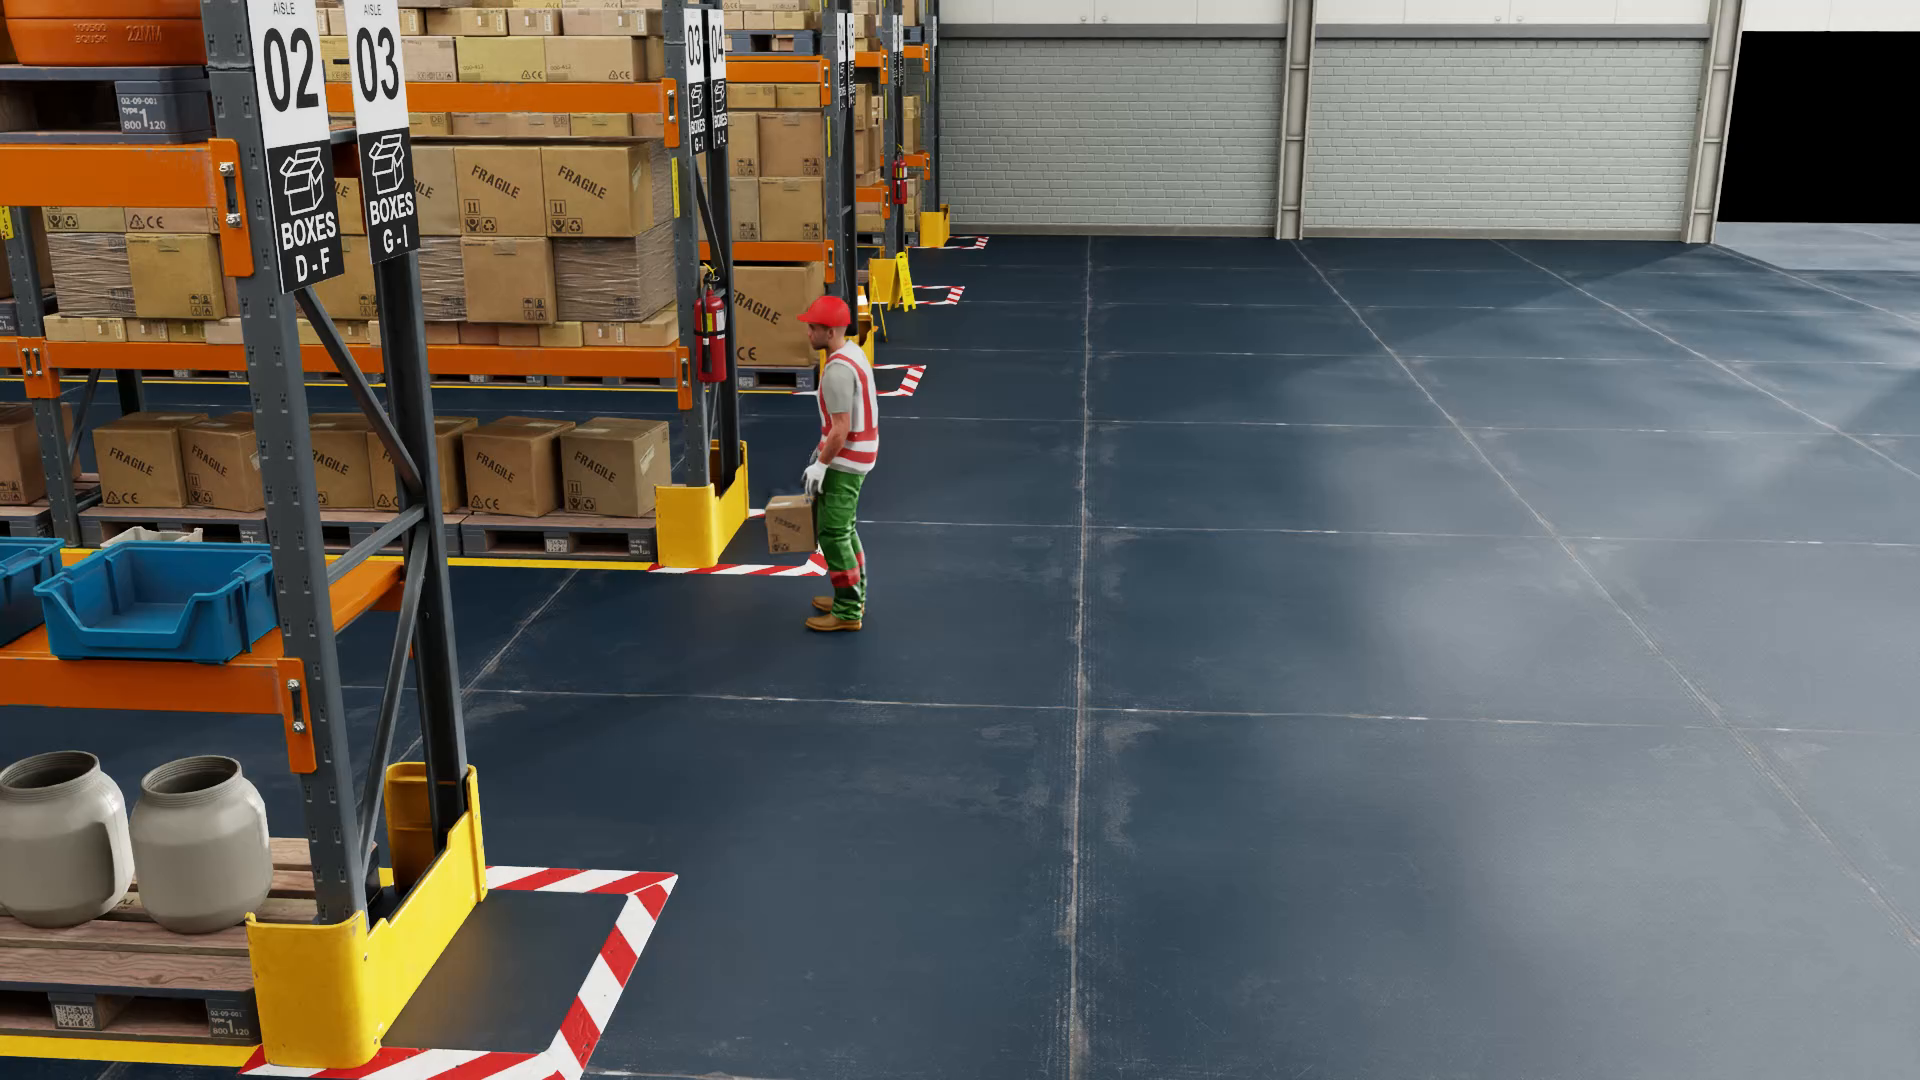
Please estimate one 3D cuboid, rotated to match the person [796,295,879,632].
[{"bbox_3d":[-0.637,-0.405,8.810,0.411,1.786,0.550,1,17,3],"label":"person"}]
